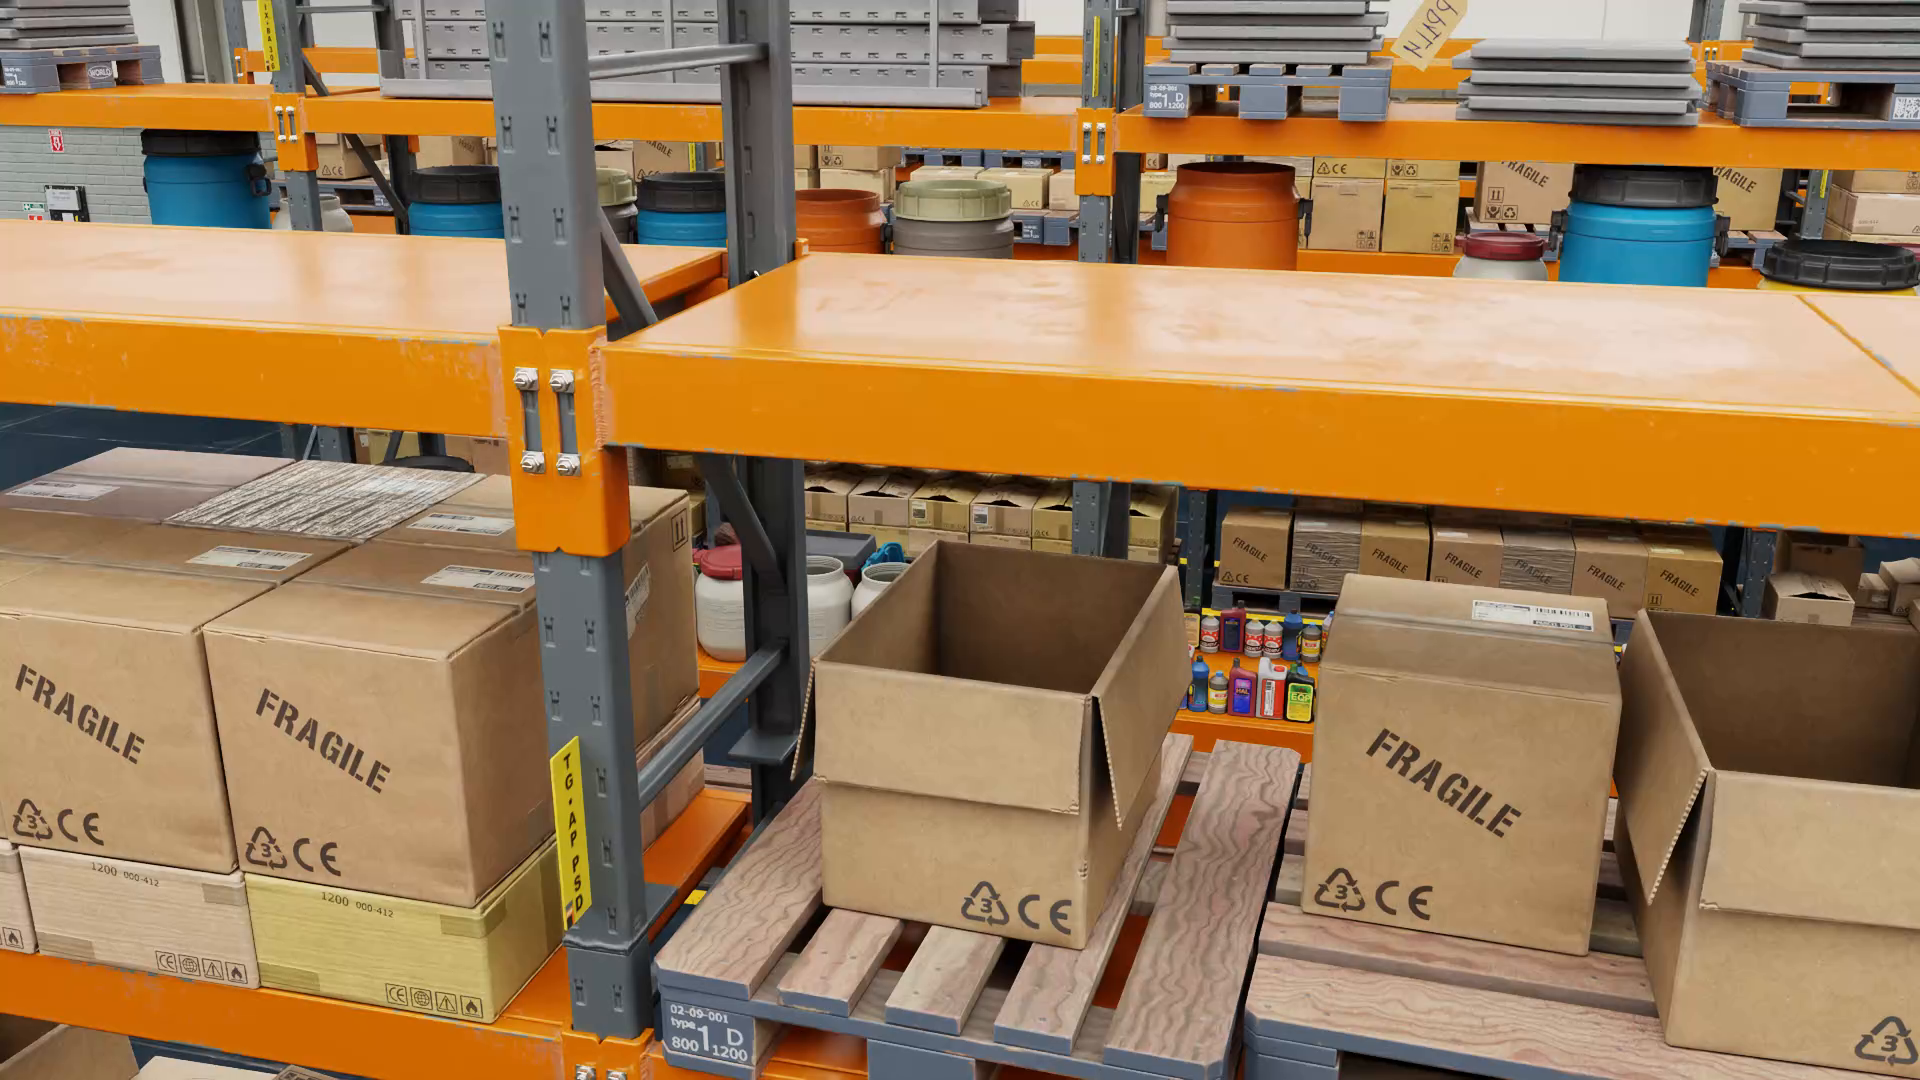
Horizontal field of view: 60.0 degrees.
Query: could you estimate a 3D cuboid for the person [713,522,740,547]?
[{"bbox_3d":[-1.488,0.308,12.302,0.811,0.877,0.449,5,19,14],"label":"person"}]
